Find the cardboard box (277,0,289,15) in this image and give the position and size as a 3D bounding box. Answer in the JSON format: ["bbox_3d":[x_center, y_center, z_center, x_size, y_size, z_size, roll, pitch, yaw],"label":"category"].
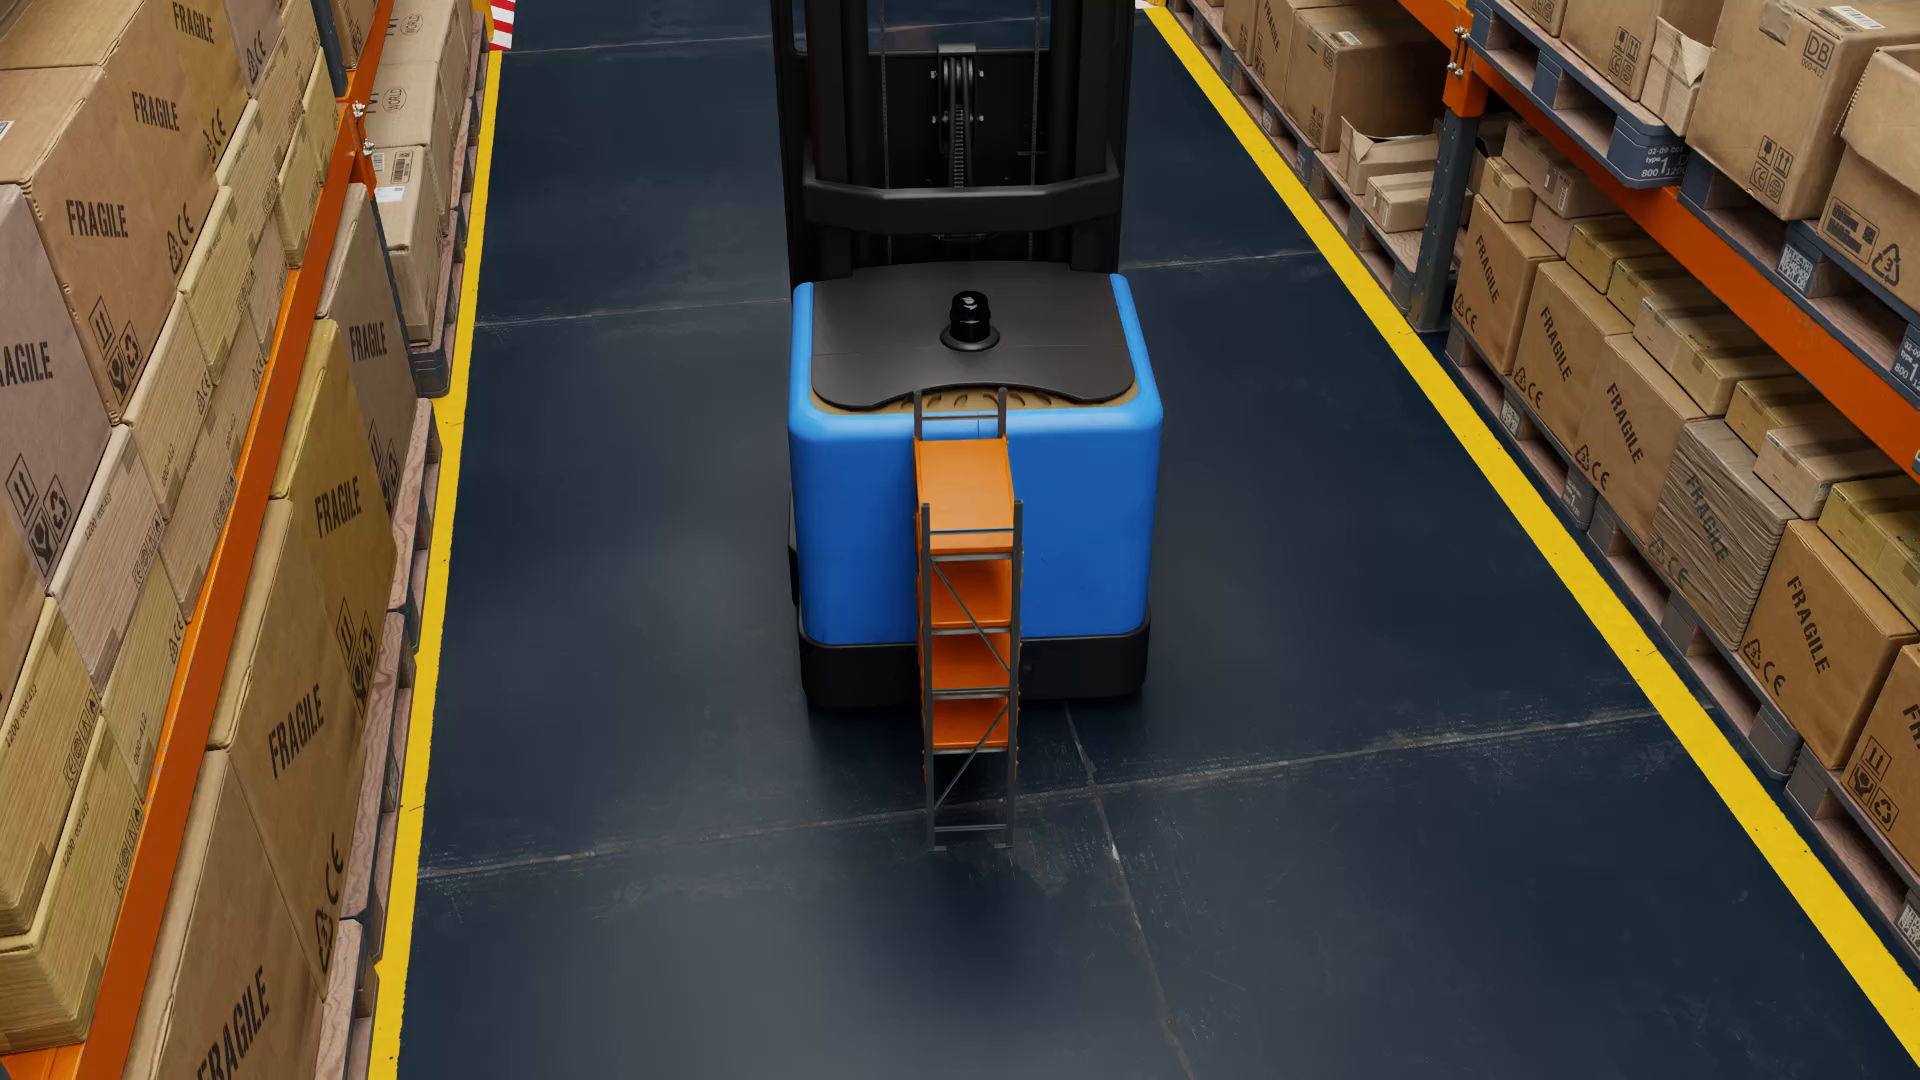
[{"bbox_3d":[-2.201,-1.772,4.689,0.500,0.500,0.500,-5,38,-6],"label":"cardboard box"}]

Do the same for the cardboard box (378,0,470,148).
[{"bbox_3d":[-2.845,-2.211,7.897,0.875,0.438,0.875,-5,38,-7],"label":"cardboard box"}]

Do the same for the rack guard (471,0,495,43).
[{"bbox_3d":[-3.232,-3.024,9.235,1.175,0.500,0.348,-6,38,-8],"label":"rack guard"}]

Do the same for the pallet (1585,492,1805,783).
[{"bbox_3d":[2.757,0.210,5.307,1.003,0.211,1.213,-6,38,-8],"label":"pallet"}]

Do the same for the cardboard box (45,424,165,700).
[{"bbox_3d":[-1.760,0.052,2.952,0.500,0.250,0.500,-5,38,-7],"label":"cardboard box"}]

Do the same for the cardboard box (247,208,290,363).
[{"bbox_3d":[-2.042,-0.663,4.280,0.500,0.250,0.500,-7,38,-9],"label":"cardboard box"}]

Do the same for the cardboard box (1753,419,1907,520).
[{"bbox_3d":[2.520,-0.210,4.742,0.380,0.149,0.250,-8,39,-10],"label":"cardboard box"}]

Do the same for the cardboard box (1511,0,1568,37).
[{"bbox_3d":[2.224,-2.006,5.463,0.700,0.500,0.500,-5,38,-7],"label":"cardboard box"}]

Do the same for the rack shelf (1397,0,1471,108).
[{"bbox_3d":[2.009,-3.040,7.805,1.077,0.370,4.000,-6,38,-8],"label":"rack shelf"}]

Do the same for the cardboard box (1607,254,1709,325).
[{"bbox_3d":[2.403,-0.829,5.539,0.380,0.149,0.250,-7,38,-9],"label":"cardboard box"}]

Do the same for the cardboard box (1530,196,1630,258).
[{"bbox_3d":[2.285,-1.147,5.948,0.380,0.149,0.250,-7,38,-9],"label":"cardboard box"}]

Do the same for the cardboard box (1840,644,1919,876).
[{"bbox_3d":[2.698,0.585,4.247,0.500,0.500,0.500,-7,38,-9],"label":"cardboard box"}]

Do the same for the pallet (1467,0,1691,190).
[{"bbox_3d":[2.392,-1.546,5.452,1.003,0.211,1.213,-6,38,-8],"label":"pallet"}]

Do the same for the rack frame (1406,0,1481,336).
[{"bbox_3d":[2.360,-2.117,6.029,1.000,3.000,0.127,-6,38,-8],"label":"rack frame"}]

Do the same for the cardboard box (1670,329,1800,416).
[{"bbox_3d":[2.451,-0.524,5.146,0.380,0.149,0.250,-5,38,-6],"label":"cardboard box"}]

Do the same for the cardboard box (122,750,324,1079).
[{"bbox_3d":[-1.865,1.083,3.301,0.875,0.875,0.875,-7,38,-8],"label":"cardboard box"}]

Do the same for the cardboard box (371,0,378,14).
[{"bbox_3d":[-2.435,-2.236,6.102,0.500,0.500,0.500,-6,38,-8],"label":"cardboard box"}]

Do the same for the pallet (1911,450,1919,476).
[{"bbox_3d":[2.873,-0.027,3.496,1.213,0.211,1.003,-6,38,-8],"label":"pallet"}]

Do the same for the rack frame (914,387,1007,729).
[{"bbox_3d":[0.000,0.088,4.659,0.240,1.200,0.015,-2,38,-3],"label":"rack frame"}]

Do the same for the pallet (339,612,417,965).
[{"bbox_3d":[-2.100,0.717,4.655,1.003,0.211,1.213,-6,38,-8],"label":"pallet"}]

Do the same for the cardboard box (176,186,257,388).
[{"bbox_3d":[-1.912,-0.558,3.738,0.500,0.250,0.500,-6,38,-7],"label":"cardboard box"}]

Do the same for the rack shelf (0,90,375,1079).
[{"bbox_3d":[-2.176,-0.088,4.005,1.077,0.370,4.000,-6,38,-8],"label":"rack shelf"}]

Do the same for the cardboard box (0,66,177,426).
[{"bbox_3d":[-1.843,-0.536,3.098,0.500,0.500,0.500,-5,38,-7],"label":"cardboard box"}]

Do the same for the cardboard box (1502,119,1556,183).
[{"bbox_3d":[2.220,-1.430,6.070,0.380,0.149,0.250,-7,38,-9],"label":"cardboard box"}]

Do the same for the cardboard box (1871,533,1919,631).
[{"bbox_3d":[2.642,0.104,4.338,0.380,0.149,0.250,-5,38,-7],"label":"cardboard box"}]

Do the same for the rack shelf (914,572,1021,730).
[{"bbox_3d":[0.014,0.291,4.508,0.258,0.148,0.480,-2,38,-3],"label":"rack shelf"}]

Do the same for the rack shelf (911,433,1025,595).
[{"bbox_3d":[0.014,-0.073,4.225,0.258,0.148,0.480,-2,38,-3],"label":"rack shelf"}]

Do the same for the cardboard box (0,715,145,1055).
[{"bbox_3d":[-1.663,0.572,2.691,0.500,0.250,0.500,-7,38,-9],"label":"cardboard box"}]

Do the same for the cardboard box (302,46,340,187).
[{"bbox_3d":[-2.200,-1.277,5.071,0.500,0.250,0.500,-7,38,-9],"label":"cardboard box"}]

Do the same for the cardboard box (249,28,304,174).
[{"bbox_3d":[-2.115,-1.177,4.535,0.500,0.250,0.500,-5,38,-7],"label":"cardboard box"}]

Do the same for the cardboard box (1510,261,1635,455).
[{"bbox_3d":[2.326,-0.658,5.848,0.500,0.500,0.500,-7,38,-9],"label":"cardboard box"}]

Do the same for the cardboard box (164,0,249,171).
[{"bbox_3d":[-2.033,-1.152,3.891,0.500,0.500,0.500,-5,38,-7],"label":"cardboard box"}]

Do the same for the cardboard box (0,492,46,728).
[{"bbox_3d":[-1.671,0.077,2.309,0.500,0.500,0.500,-7,38,-9],"label":"cardboard box"}]

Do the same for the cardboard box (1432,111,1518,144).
[{"bbox_3d":[2.400,-1.843,7.659,0.380,0.149,0.250,-7,38,-9],"label":"cardboard box"}]

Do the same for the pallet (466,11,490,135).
[{"bbox_3d":[-3.011,-2.421,8.694,1.003,0.211,1.213,-6,38,-8],"label":"pallet"}]

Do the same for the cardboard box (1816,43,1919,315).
[{"bbox_3d":[2.593,-0.873,4.003,0.797,0.503,0.637,-7,38,-9],"label":"cardboard box"}]

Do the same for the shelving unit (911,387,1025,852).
[{"bbox_3d":[0.014,0.237,4.466,0.258,1.200,0.503,-2,38,-3],"label":"shelving unit"}]

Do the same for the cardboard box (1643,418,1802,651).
[{"bbox_3d":[2.494,-0.042,5.055,0.500,0.500,0.500,-8,38,-10],"label":"cardboard box"}]

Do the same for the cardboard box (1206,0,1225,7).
[{"bbox_3d":[1.672,-3.333,9.288,0.797,0.503,0.637,-8,38,-10],"label":"cardboard box"}]

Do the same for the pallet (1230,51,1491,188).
[{"bbox_3d":[2.023,-2.169,8.370,1.003,0.211,1.213,-6,38,-8],"label":"pallet"}]

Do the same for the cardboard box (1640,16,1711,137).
[{"bbox_3d":[2.225,-1.349,4.809,0.396,0.266,0.258,-4,38,-6],"label":"cardboard box"}]

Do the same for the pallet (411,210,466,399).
[{"bbox_3d":[-2.583,-0.947,6.797,1.003,0.211,1.213,-6,38,-8],"label":"pallet"}]

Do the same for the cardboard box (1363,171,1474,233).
[{"bbox_3d":[1.973,-1.462,7.168,0.380,0.149,0.250,-7,38,-9],"label":"cardboard box"}]

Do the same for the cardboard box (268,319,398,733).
[{"bbox_3d":[-2.173,0.003,4.690,0.875,0.875,0.875,-5,38,-7],"label":"cardboard box"}]

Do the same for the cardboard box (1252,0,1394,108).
[{"bbox_3d":[1.778,-2.481,8.194,0.500,0.500,0.500,-6,38,-7],"label":"cardboard box"}]

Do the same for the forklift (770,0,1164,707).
[{"bbox_3d":[-0.035,-1.540,5.343,1.130,2.935,3.031,-2,38,-3],"label":"forklift"}]

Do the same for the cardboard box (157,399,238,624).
[{"bbox_3d":[-1.857,-0.054,3.496,0.500,0.250,0.500,-5,38,-6],"label":"cardboard box"}]

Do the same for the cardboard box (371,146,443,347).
[{"bbox_3d":[-2.531,-1.125,6.500,0.875,0.438,0.875,-7,38,-9],"label":"cardboard box"}]
